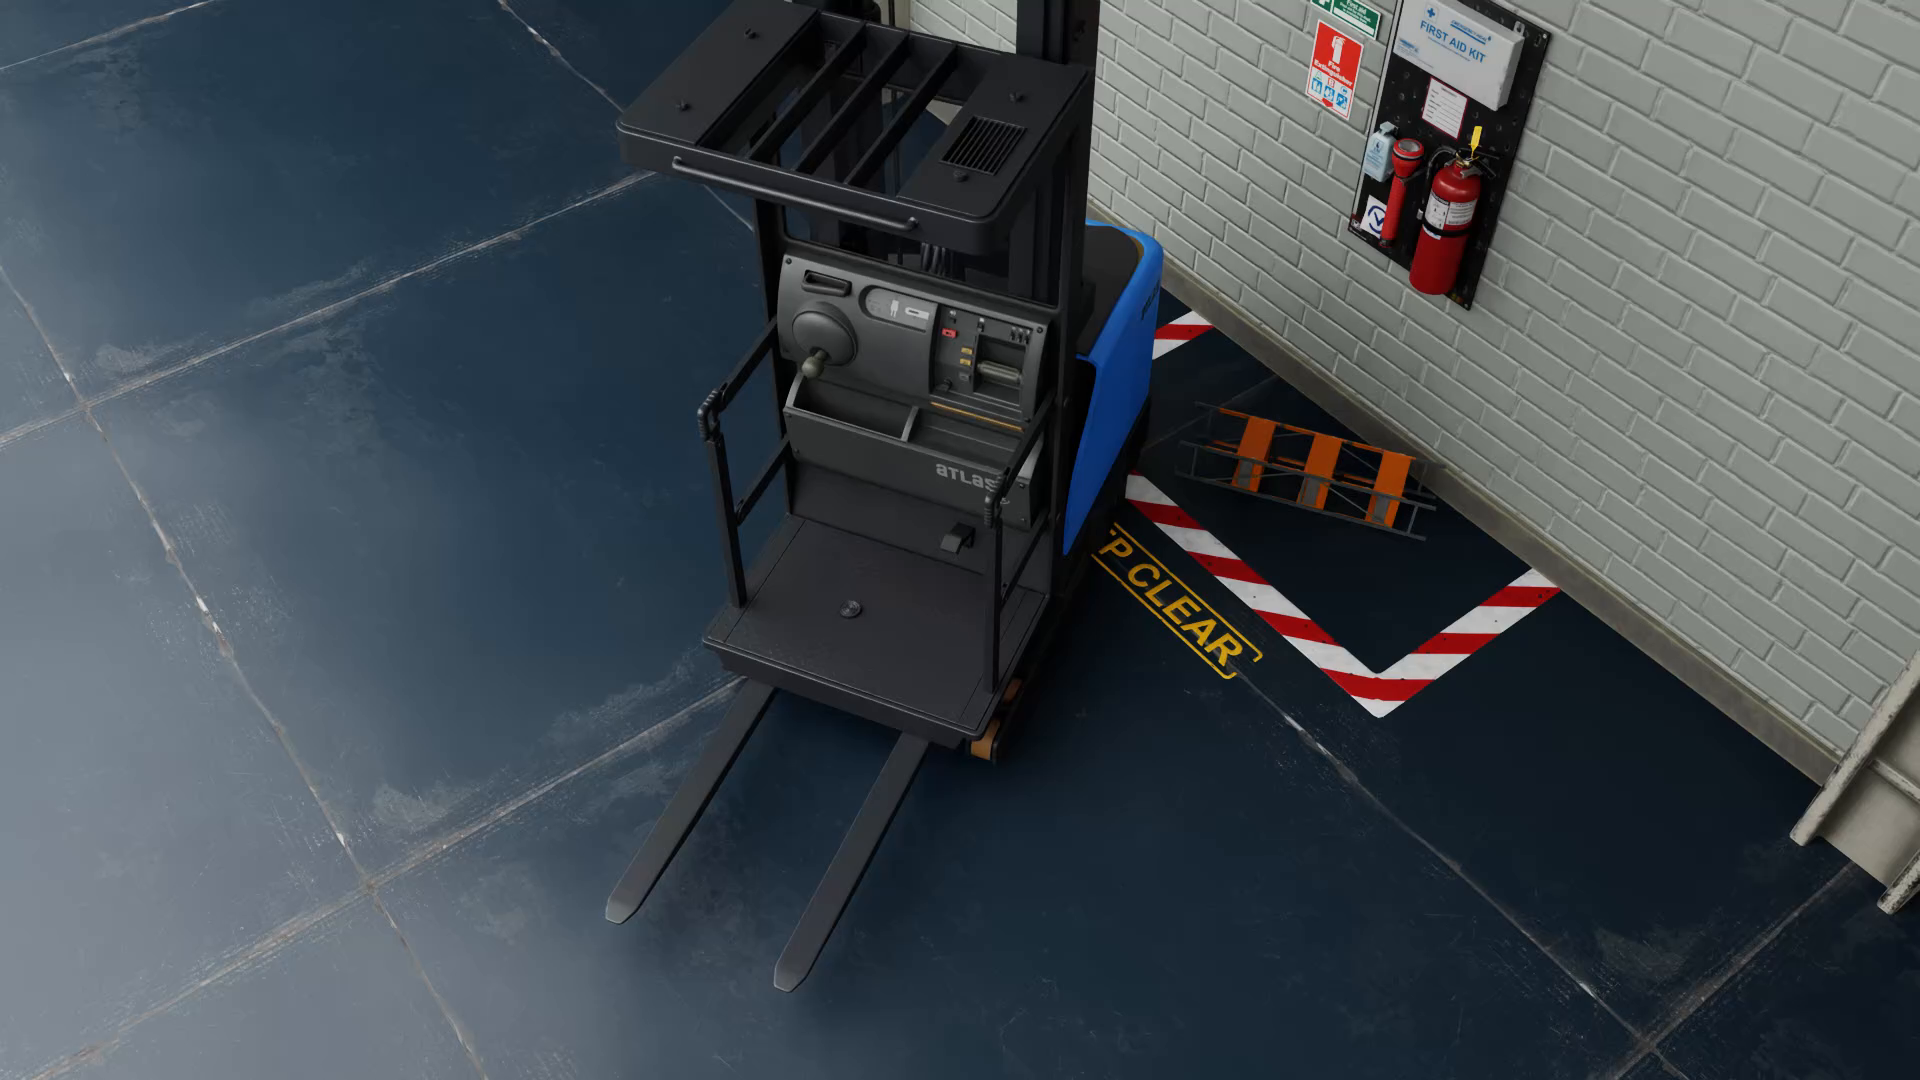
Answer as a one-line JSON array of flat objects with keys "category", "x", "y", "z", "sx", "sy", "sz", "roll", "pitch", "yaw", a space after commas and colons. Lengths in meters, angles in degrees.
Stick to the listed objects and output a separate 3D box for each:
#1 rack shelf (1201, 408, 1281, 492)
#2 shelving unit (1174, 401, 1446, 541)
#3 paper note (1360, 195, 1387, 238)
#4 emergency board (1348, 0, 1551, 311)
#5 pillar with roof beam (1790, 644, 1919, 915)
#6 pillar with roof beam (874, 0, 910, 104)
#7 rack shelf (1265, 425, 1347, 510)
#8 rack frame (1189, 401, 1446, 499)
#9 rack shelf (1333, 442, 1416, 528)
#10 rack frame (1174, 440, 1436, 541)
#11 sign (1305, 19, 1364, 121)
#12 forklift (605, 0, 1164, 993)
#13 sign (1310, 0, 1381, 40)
[{"category": "rack shelf", "x": 1.164, "y": -0.366, "z": 6.916, "sx": 0.259, "sy": 0.215, "sz": 0.240, "roll": 16, "pitch": 51, "yaw": 13}, {"category": "shelving unit", "x": 1.435, "y": -0.289, "z": 6.853, "sx": 1.050, "sy": 0.215, "sz": 0.252, "roll": 16, "pitch": 51, "yaw": 13}, {"category": "paper note", "x": 1.620, "y": -1.240, "z": 6.443, "sx": 0.016, "sy": 0.148, "sz": 0.142, "roll": -29, "pitch": 54, "yaw": -24}, {"category": "emergency board", "x": 1.672, "y": -1.401, "z": 5.994, "sx": 0.194, "sy": 1.169, "sz": 0.643, "roll": -29, "pitch": 54, "yaw": -24}, {"category": "pillar with roof beam", "x": -0.288, "y": -0.010, "z": 0.684, "sx": 9.100, "sy": 9.000, "sz": 0.400, "roll": -29, "pitch": 54, "yaw": -24}, {"category": "pillar with roof beam", "x": -3.921, "y": -3.548, "z": 3.891, "sx": 9.100, "sy": 9.000, "sz": 0.400, "roll": -29, "pitch": 54, "yaw": -24}, {"category": "rack shelf", "x": 1.425, "y": -0.292, "z": 6.856, "sx": 0.259, "sy": 0.215, "sz": 0.240, "roll": 16, "pitch": 51, "yaw": 13}, {"category": "rack frame", "x": 1.477, "y": -0.375, "z": 6.929, "sx": 1.050, "sy": 0.200, "sz": 0.008, "roll": 16, "pitch": 51, "yaw": 13}, {"category": "rack shelf", "x": 1.691, "y": -0.216, "z": 6.794, "sx": 0.259, "sy": 0.215, "sz": 0.240, "roll": 16, "pitch": 51, "yaw": 13}, {"category": "rack frame", "x": 1.393, "y": -0.203, "z": 6.778, "sx": 1.050, "sy": 0.200, "sz": 0.008, "roll": 16, "pitch": 51, "yaw": 13}, {"category": "sign", "x": 1.419, "y": -1.785, "z": 6.318, "sx": 0.001, "sy": 0.329, "sz": 0.234, "roll": -29, "pitch": 54, "yaw": -24}, {"category": "forklift", "x": -0.246, "y": -0.555, "z": 5.273, "sx": 1.130, "sy": 2.935, "sz": 3.031, "roll": 17, "pitch": 50, "yaw": 15}, {"category": "sign", "x": 1.415, "y": -1.956, "z": 6.116, "sx": 0.001, "sy": 0.109, "sz": 0.331, "roll": -29, "pitch": 54, "yaw": -24}]
